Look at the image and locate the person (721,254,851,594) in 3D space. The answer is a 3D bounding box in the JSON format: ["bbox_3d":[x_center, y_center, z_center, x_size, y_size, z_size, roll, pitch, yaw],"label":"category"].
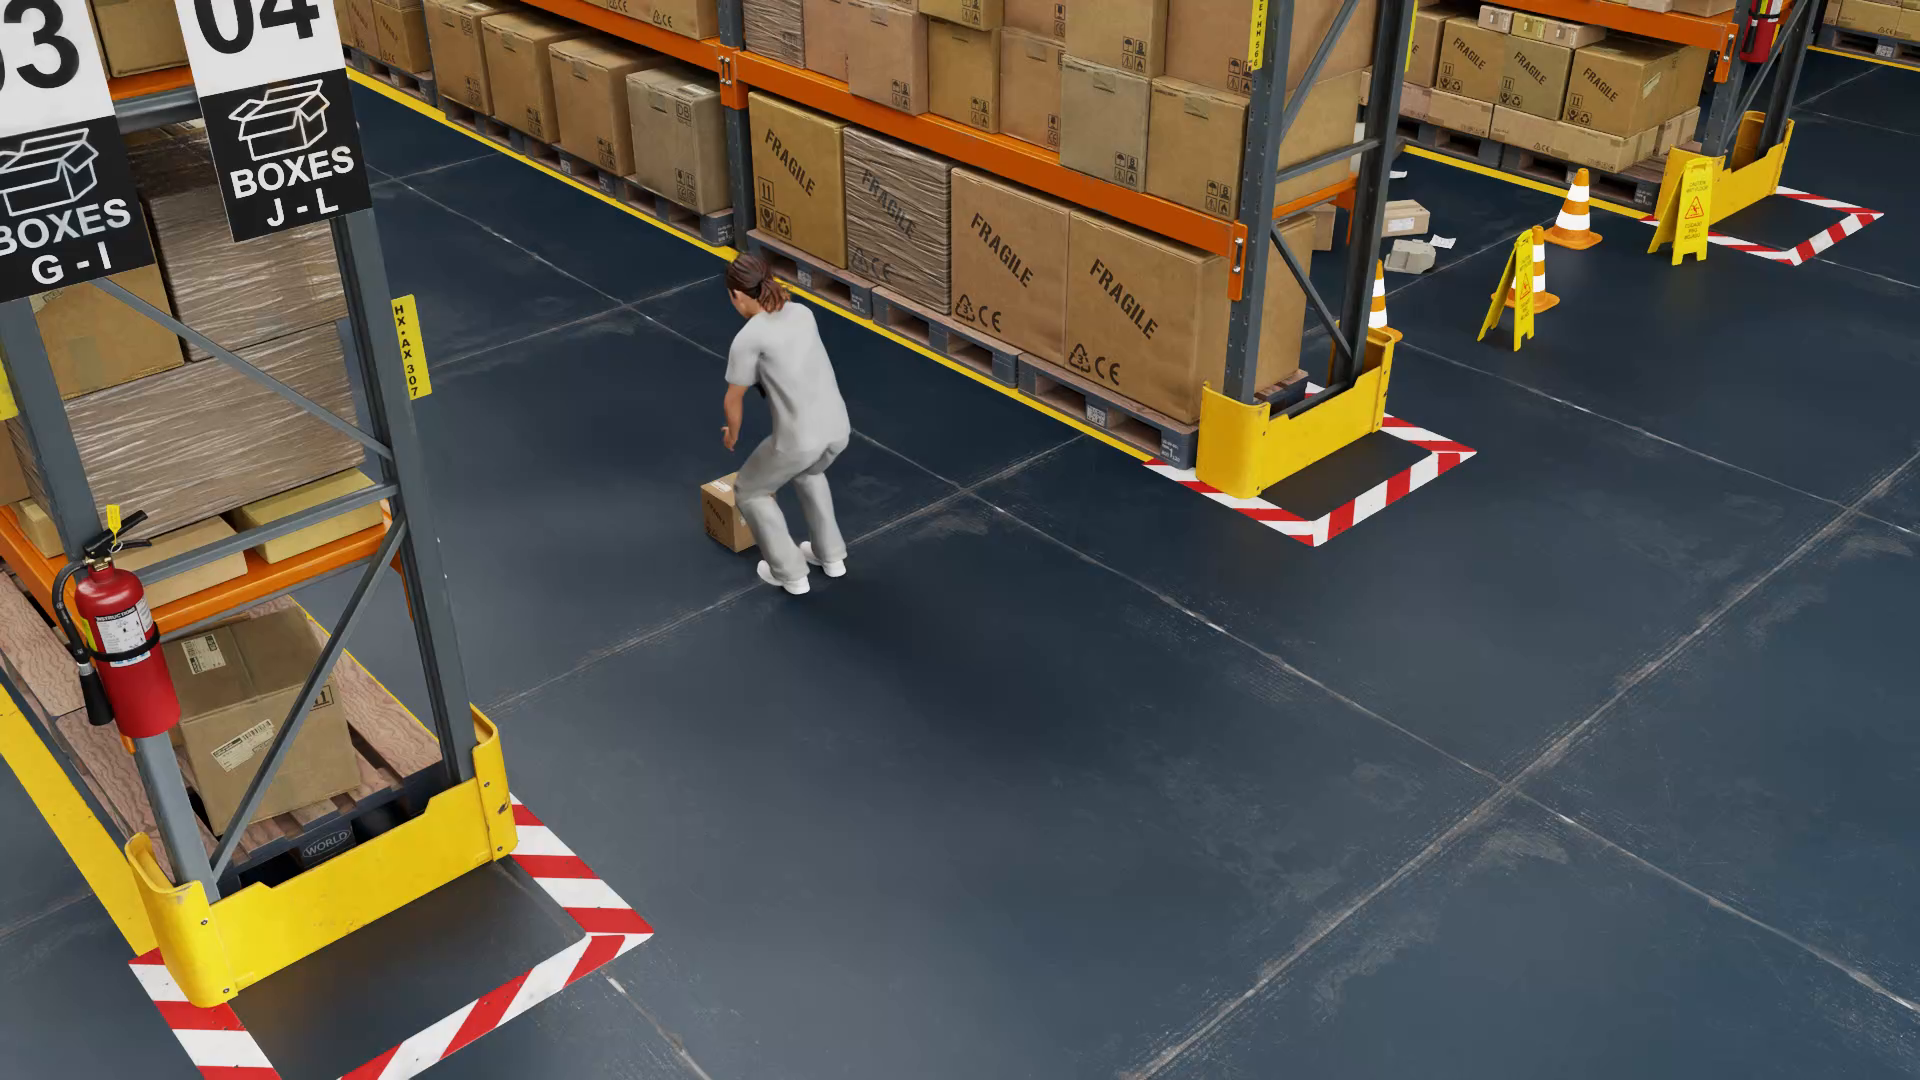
[{"bbox_3d":[-0.757,-0.474,7.103,0.488,1.469,0.575,-26,40,-35],"label":"person"}]
